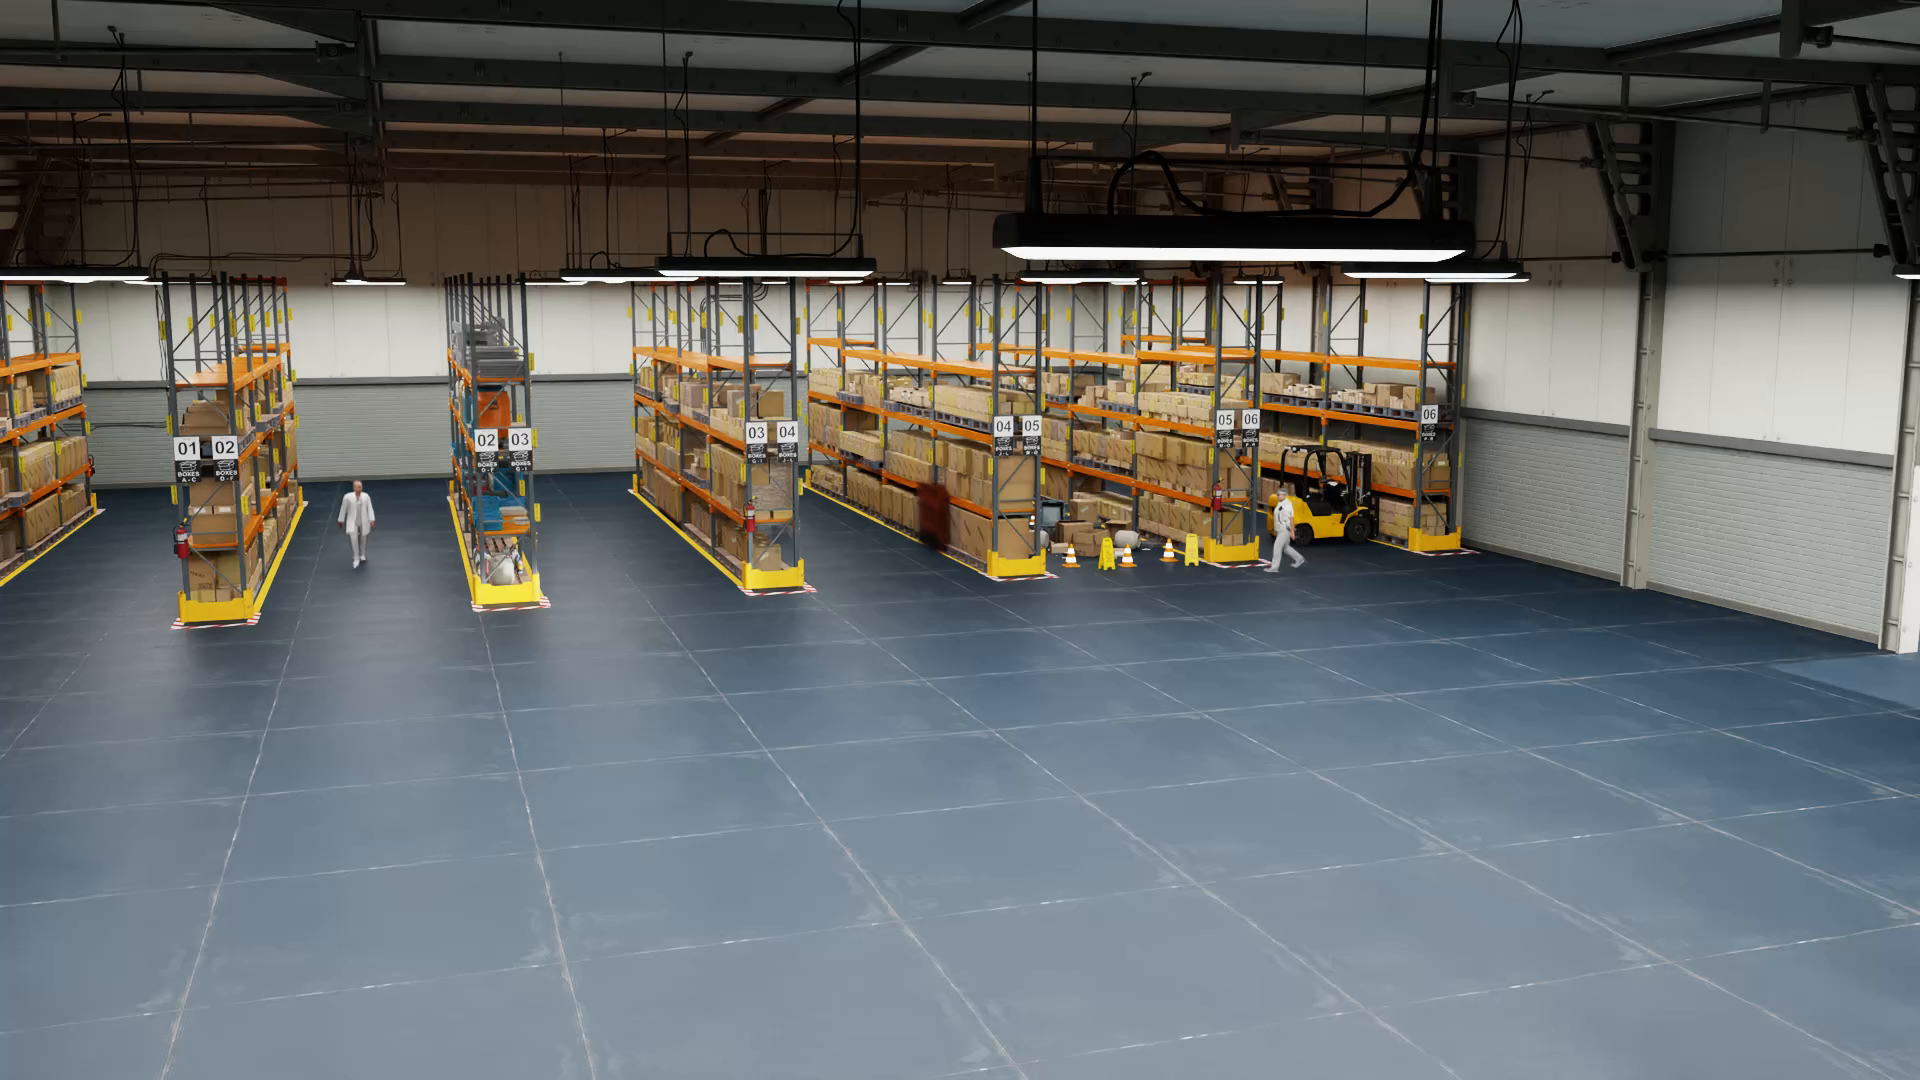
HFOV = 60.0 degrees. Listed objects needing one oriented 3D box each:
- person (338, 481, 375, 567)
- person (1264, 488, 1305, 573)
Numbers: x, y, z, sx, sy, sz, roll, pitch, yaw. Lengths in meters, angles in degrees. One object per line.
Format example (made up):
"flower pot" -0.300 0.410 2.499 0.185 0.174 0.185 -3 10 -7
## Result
"person" -12.551 -0.365 34.604 0.695 1.729 1.099 -5 10 -28
"person" 6.610 -0.210 33.722 1.019 1.713 0.540 -3 9 -17
